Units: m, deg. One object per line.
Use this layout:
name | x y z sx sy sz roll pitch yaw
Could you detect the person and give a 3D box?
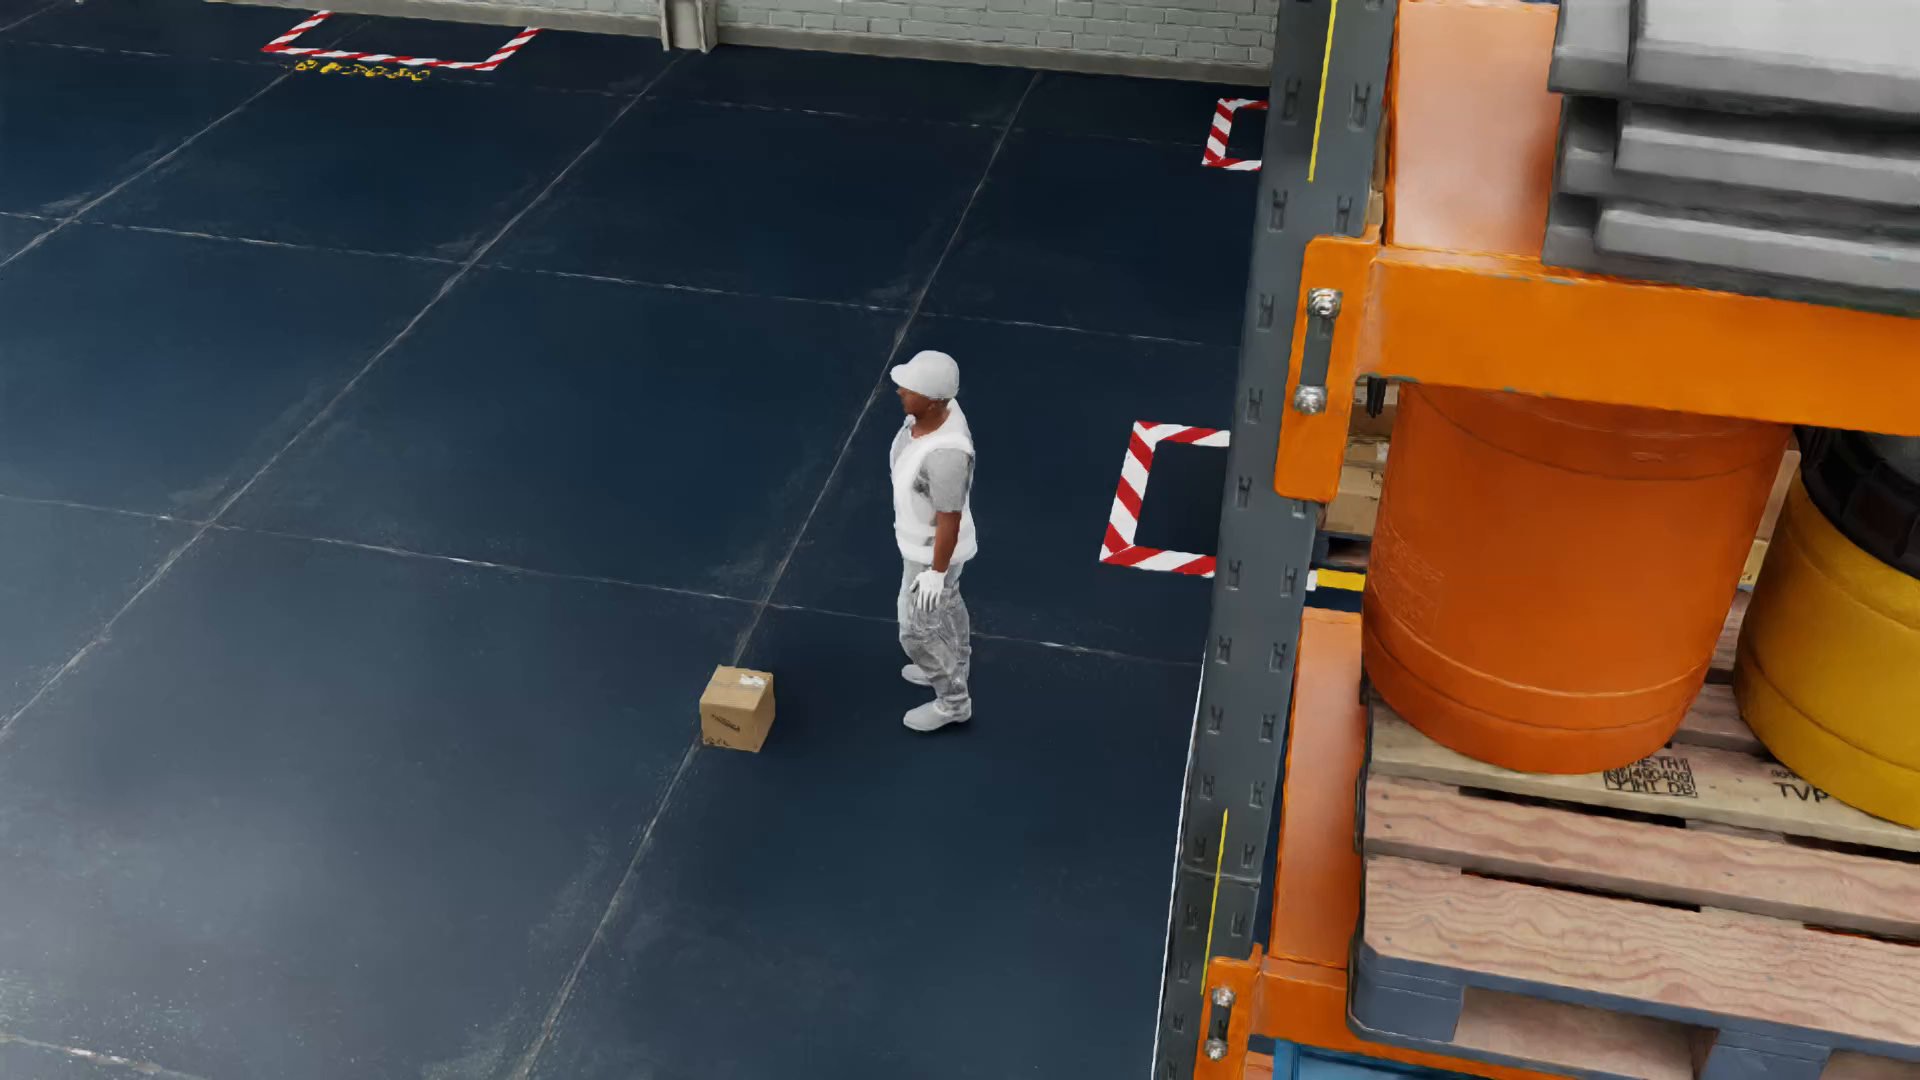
person | -0.105 0.000 6.915 0.356 1.784 0.612 -5 37 -7
